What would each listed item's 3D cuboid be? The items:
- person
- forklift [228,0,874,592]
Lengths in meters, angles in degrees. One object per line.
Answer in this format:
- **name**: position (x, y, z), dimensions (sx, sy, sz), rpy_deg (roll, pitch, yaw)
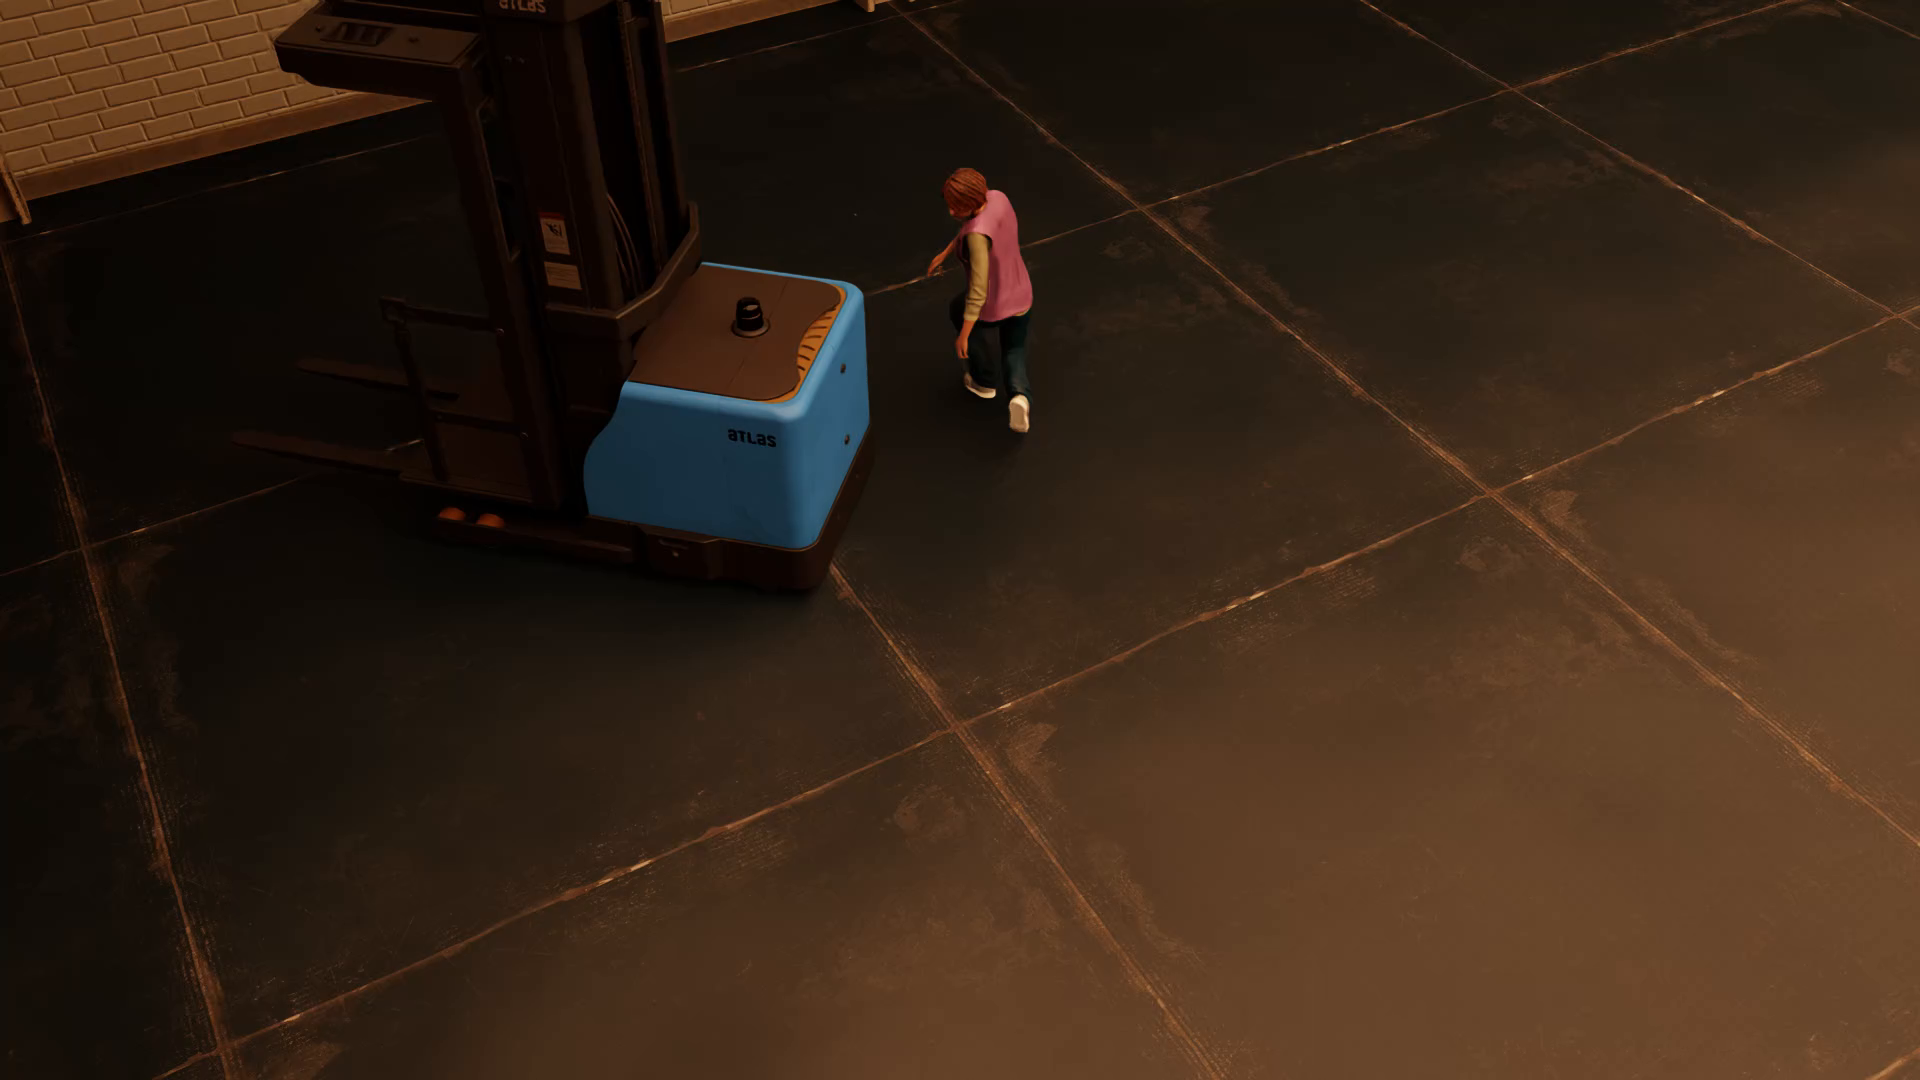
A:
- **person**: position (0.117, -1.160, 8.145), dimensions (0.539, 1.353, 0.809), rpy_deg (-25, 48, -24)
- **forklift**: position (-1.995, -1.373, 7.178), dimensions (3.031, 2.935, 1.130), rpy_deg (9, 44, 10)
